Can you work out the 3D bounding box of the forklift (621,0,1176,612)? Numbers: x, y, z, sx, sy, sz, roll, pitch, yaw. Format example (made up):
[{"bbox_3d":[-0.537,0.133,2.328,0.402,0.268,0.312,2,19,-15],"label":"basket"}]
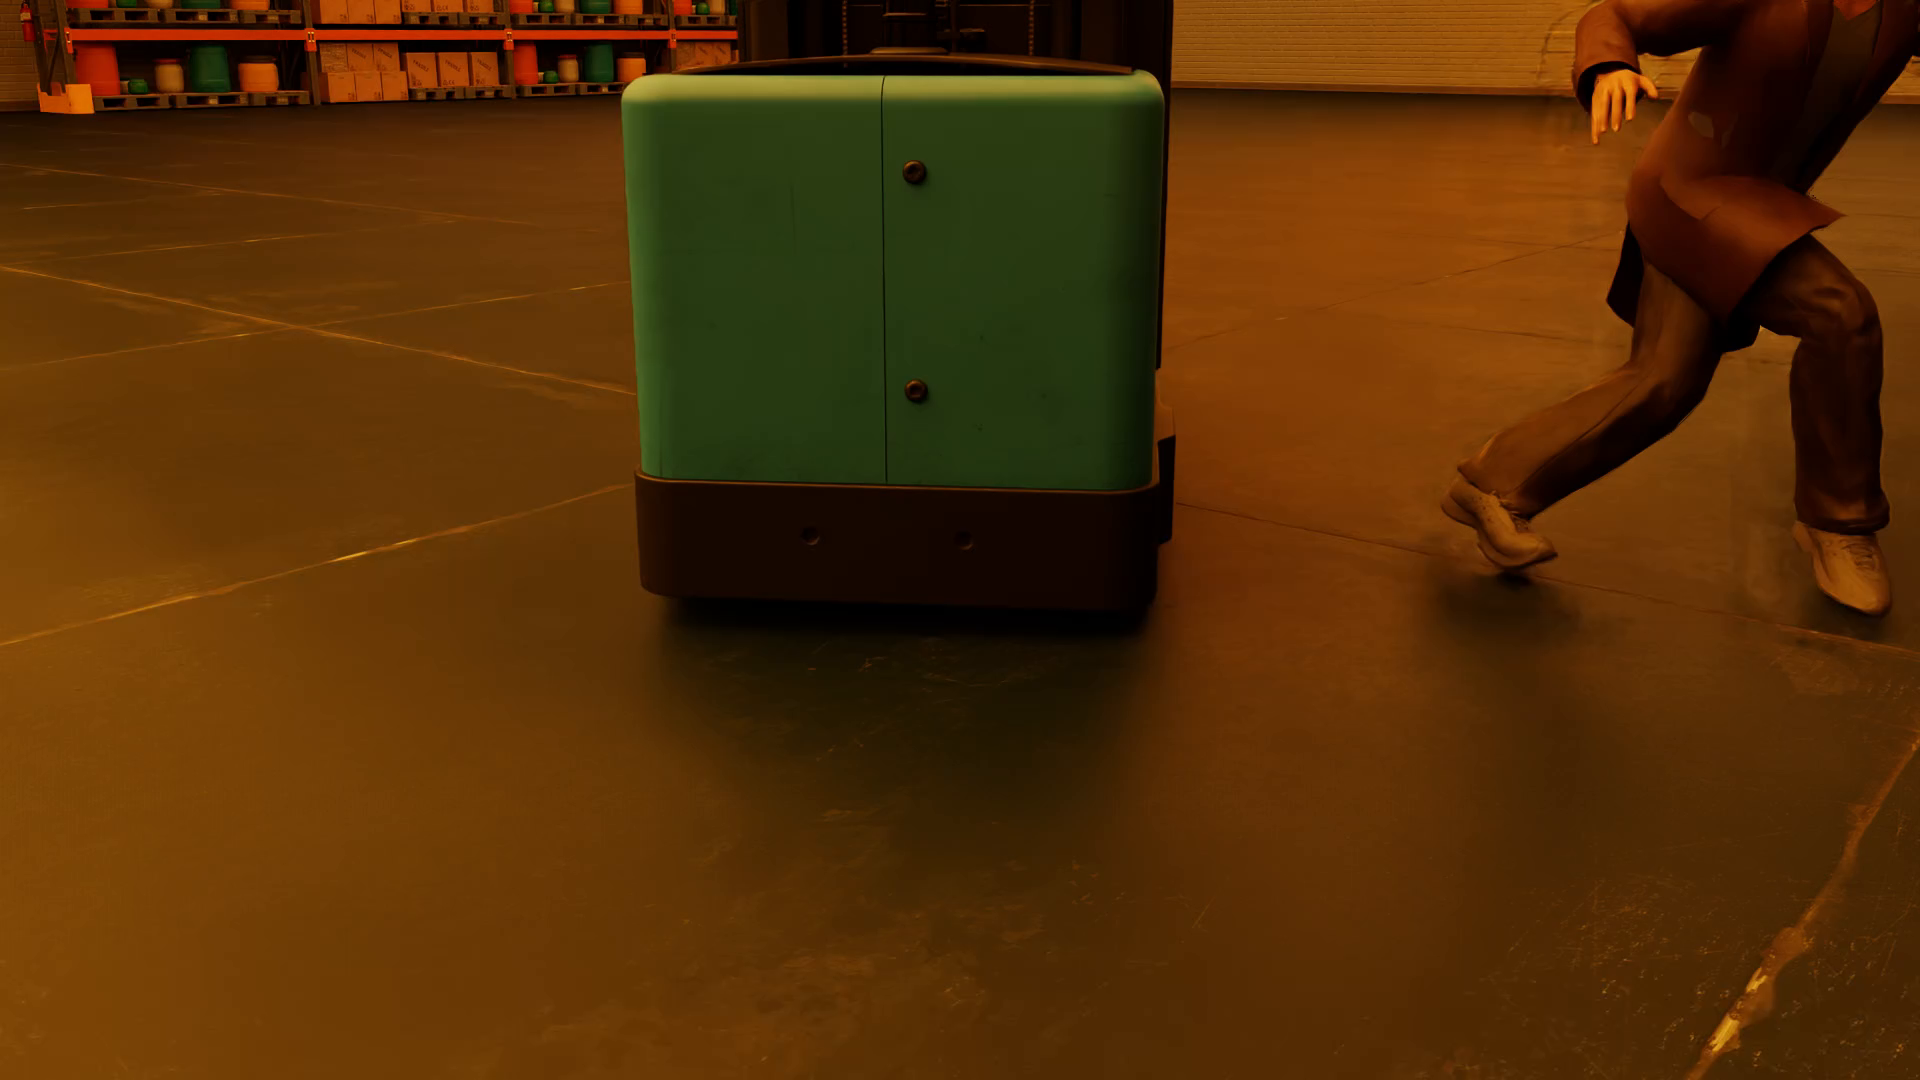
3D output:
[{"bbox_3d":[0.012,-1.644,4.311,1.130,2.935,3.031,2,17,6],"label":"forklift"}]

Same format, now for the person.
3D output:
[{"bbox_3d":[1.666,-0.626,3.391,1.020,1.553,1.096,-10,20,-30],"label":"person"}]
